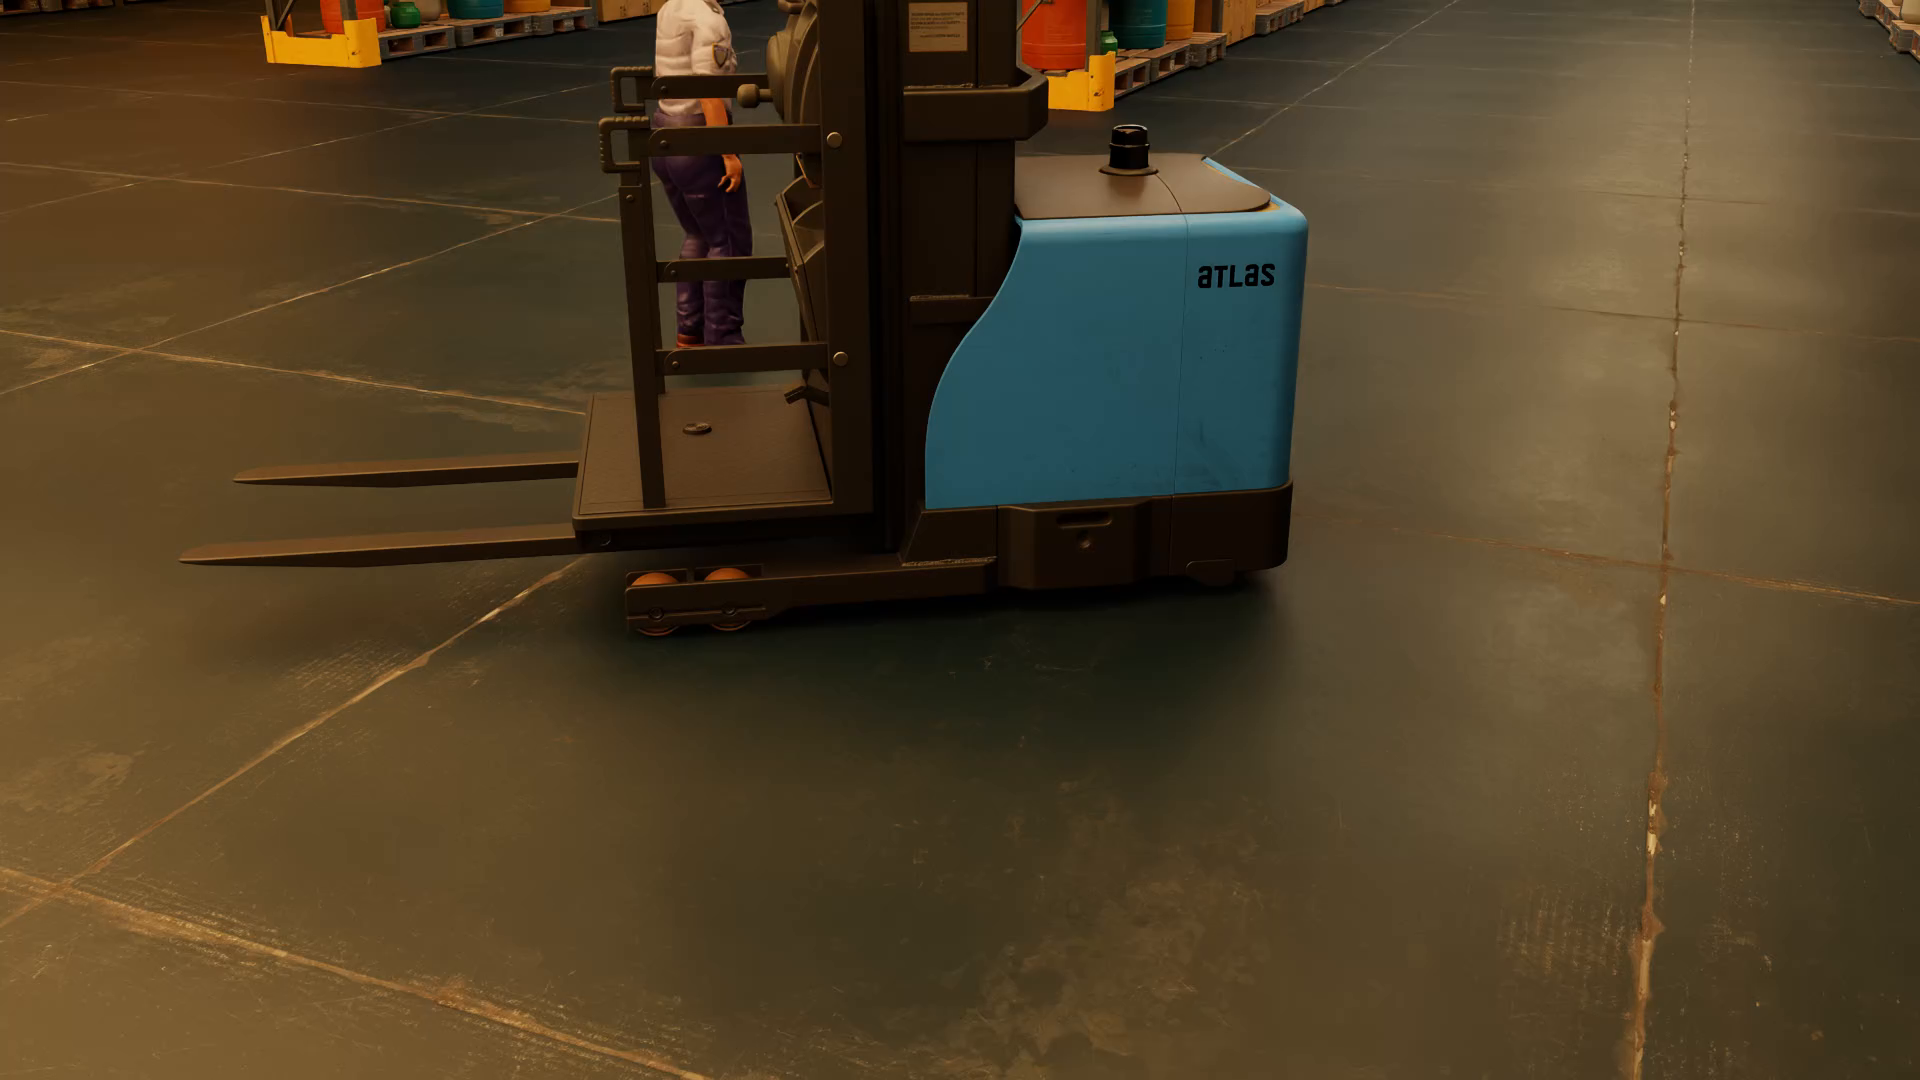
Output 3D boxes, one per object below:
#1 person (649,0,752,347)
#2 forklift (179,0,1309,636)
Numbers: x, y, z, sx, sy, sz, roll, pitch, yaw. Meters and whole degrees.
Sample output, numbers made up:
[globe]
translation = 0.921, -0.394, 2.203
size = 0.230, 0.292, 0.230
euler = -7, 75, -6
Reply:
[person]
translation = -1.024, -1.539, 6.639
size = 0.369, 1.650, 0.556
euler = -13, 26, -28
[forklift]
translation = -0.622, -1.313, 4.434
size = 3.031, 2.935, 1.130
euler = -4, 23, -9
